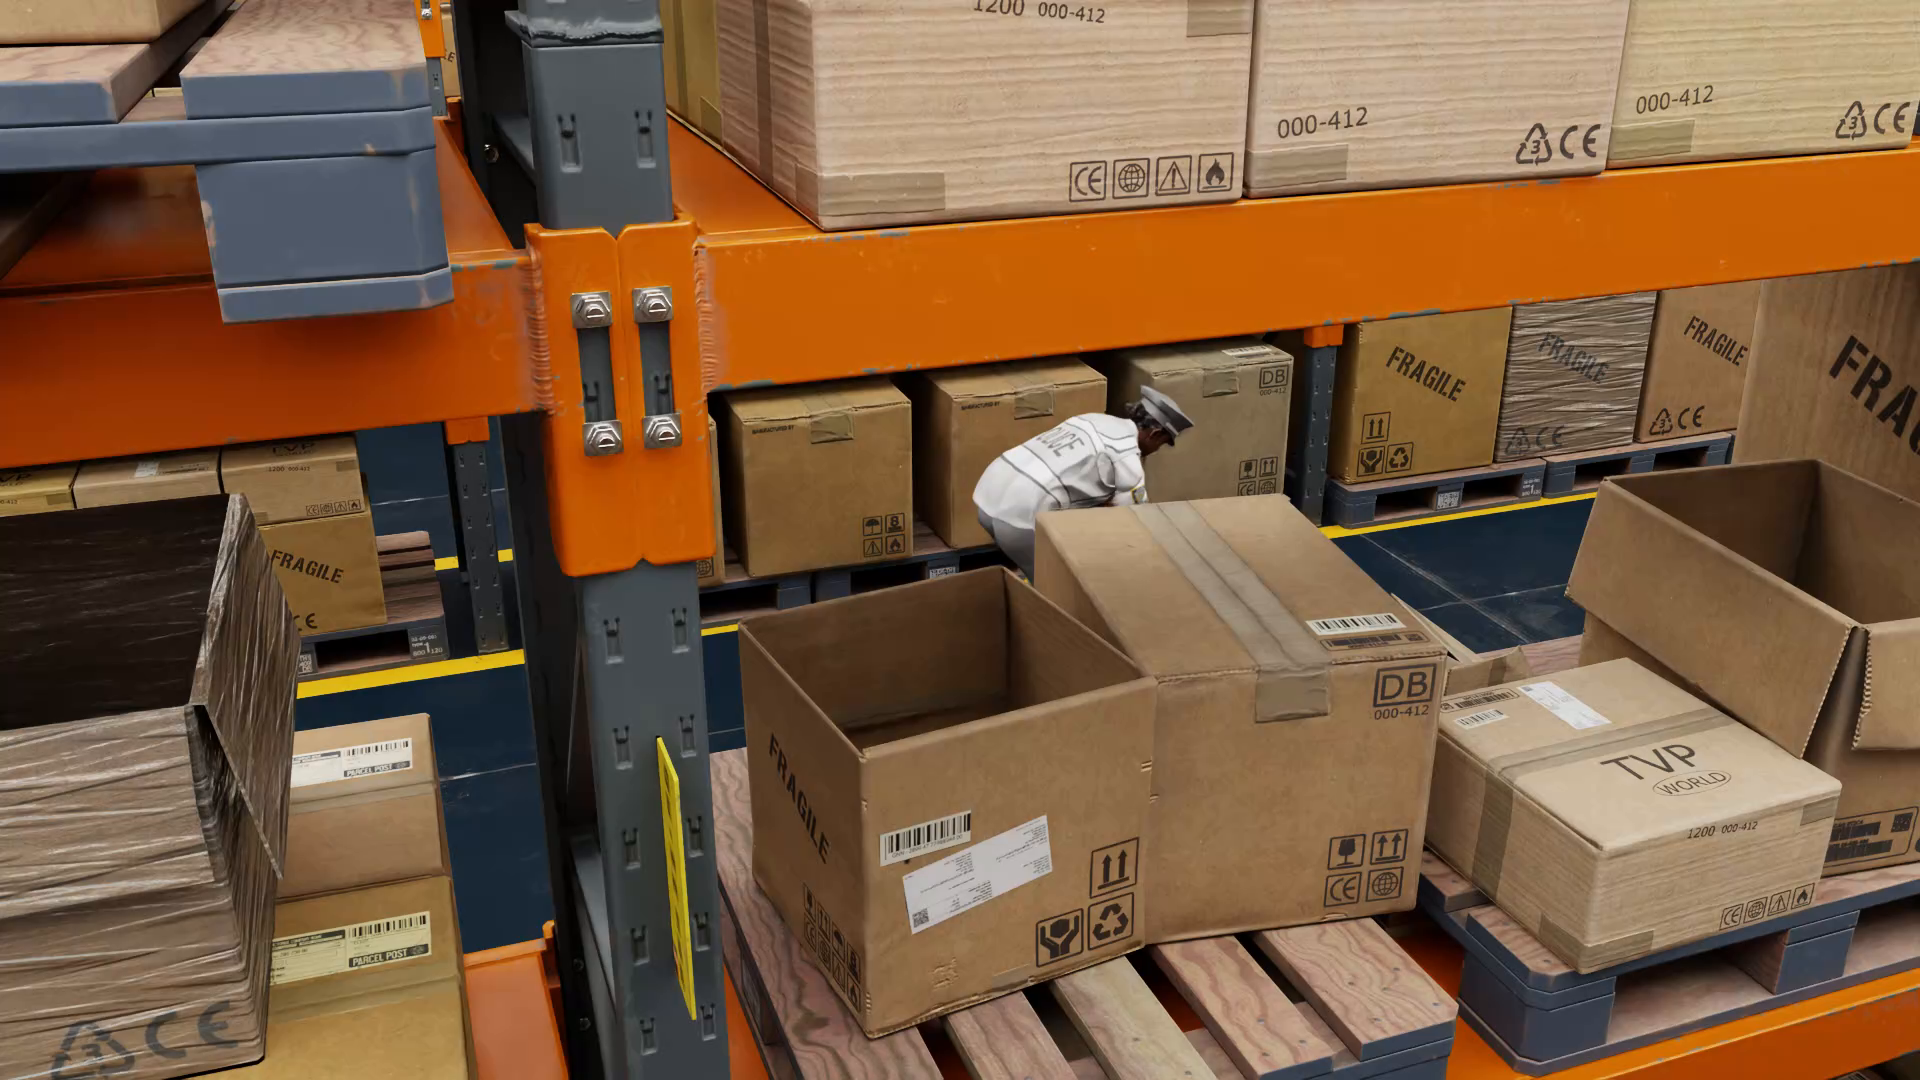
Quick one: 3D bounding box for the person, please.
[{"bbox_3d":[0.497,0.025,6.603,0.909,1.230,0.427,-9,24,-21],"label":"person"}]
